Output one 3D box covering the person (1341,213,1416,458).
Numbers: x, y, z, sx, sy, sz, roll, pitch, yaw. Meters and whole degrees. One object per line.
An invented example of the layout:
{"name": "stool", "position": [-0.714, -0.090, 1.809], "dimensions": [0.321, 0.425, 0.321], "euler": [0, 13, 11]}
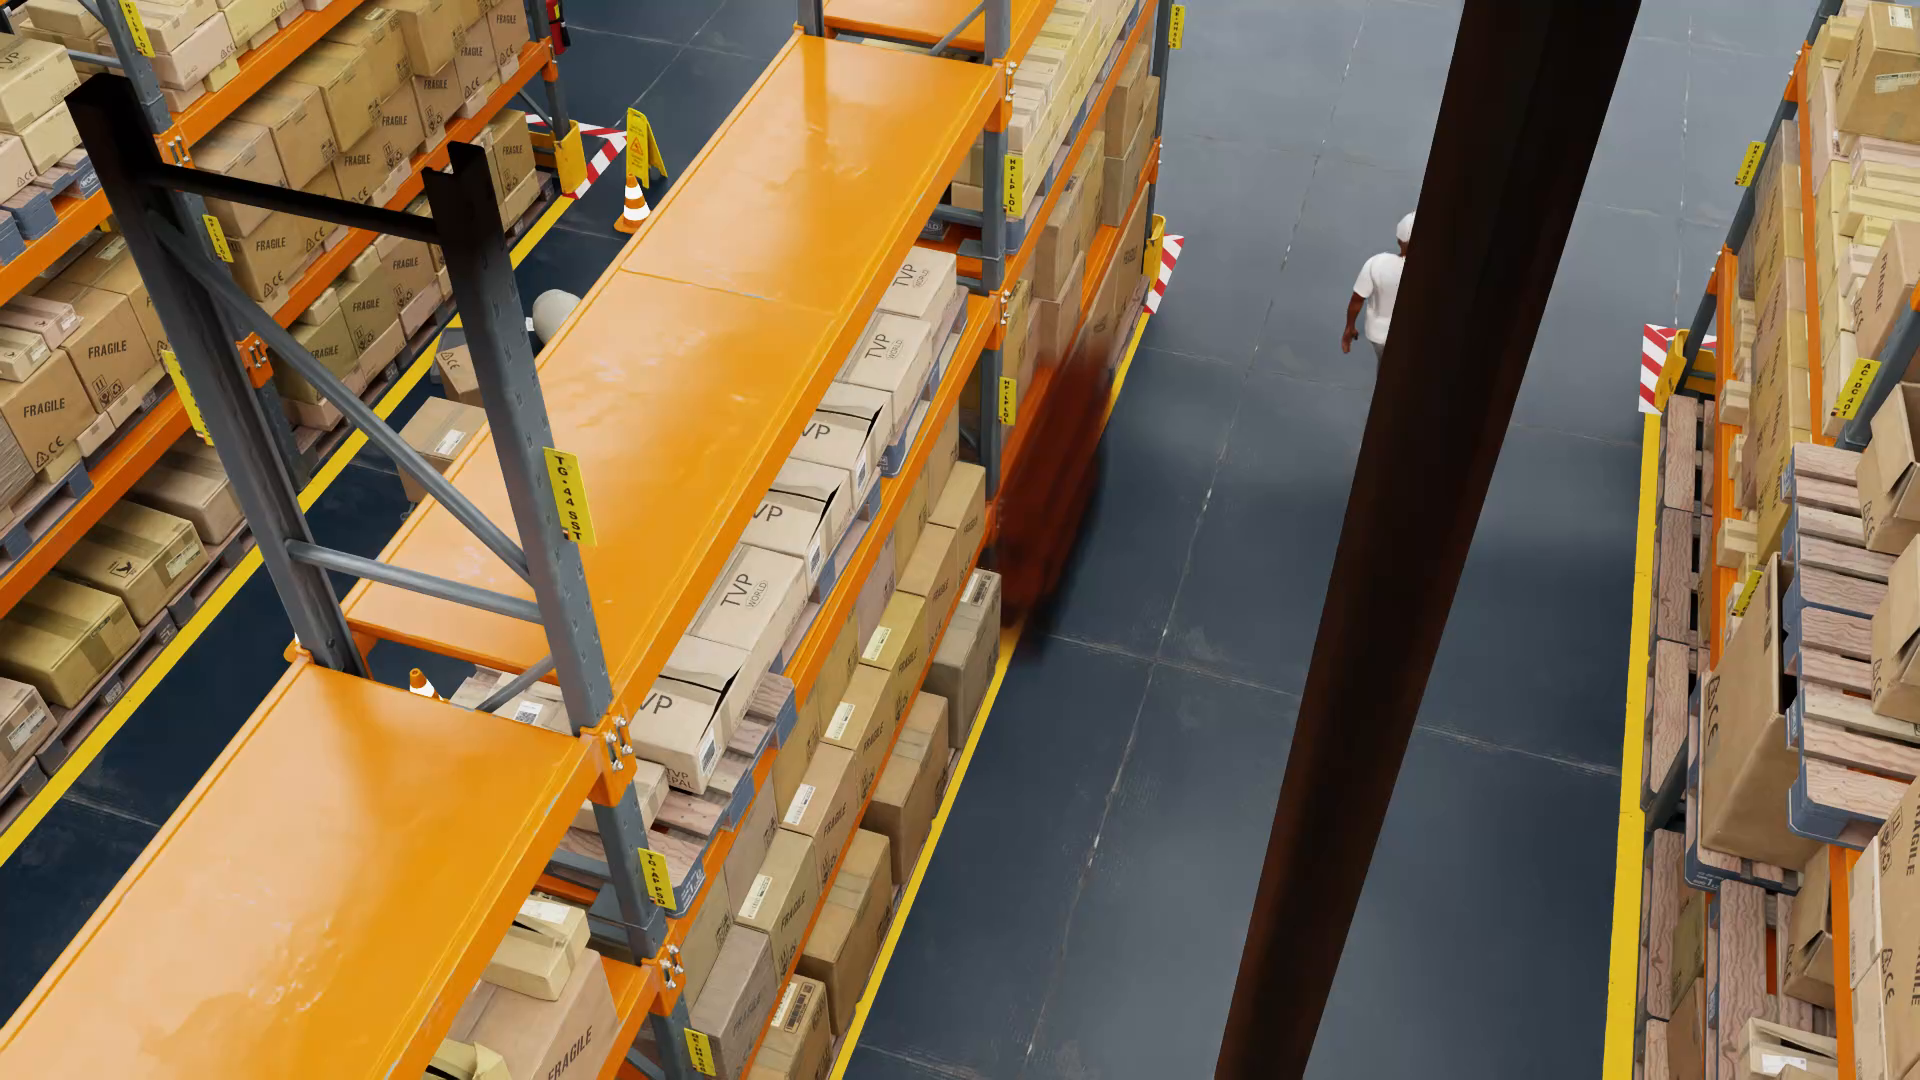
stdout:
{"name": "person", "position": [2.878, -1.395, 10.891], "dimensions": [0.659, 1.735, 0.938], "euler": [20, 49, 18]}
